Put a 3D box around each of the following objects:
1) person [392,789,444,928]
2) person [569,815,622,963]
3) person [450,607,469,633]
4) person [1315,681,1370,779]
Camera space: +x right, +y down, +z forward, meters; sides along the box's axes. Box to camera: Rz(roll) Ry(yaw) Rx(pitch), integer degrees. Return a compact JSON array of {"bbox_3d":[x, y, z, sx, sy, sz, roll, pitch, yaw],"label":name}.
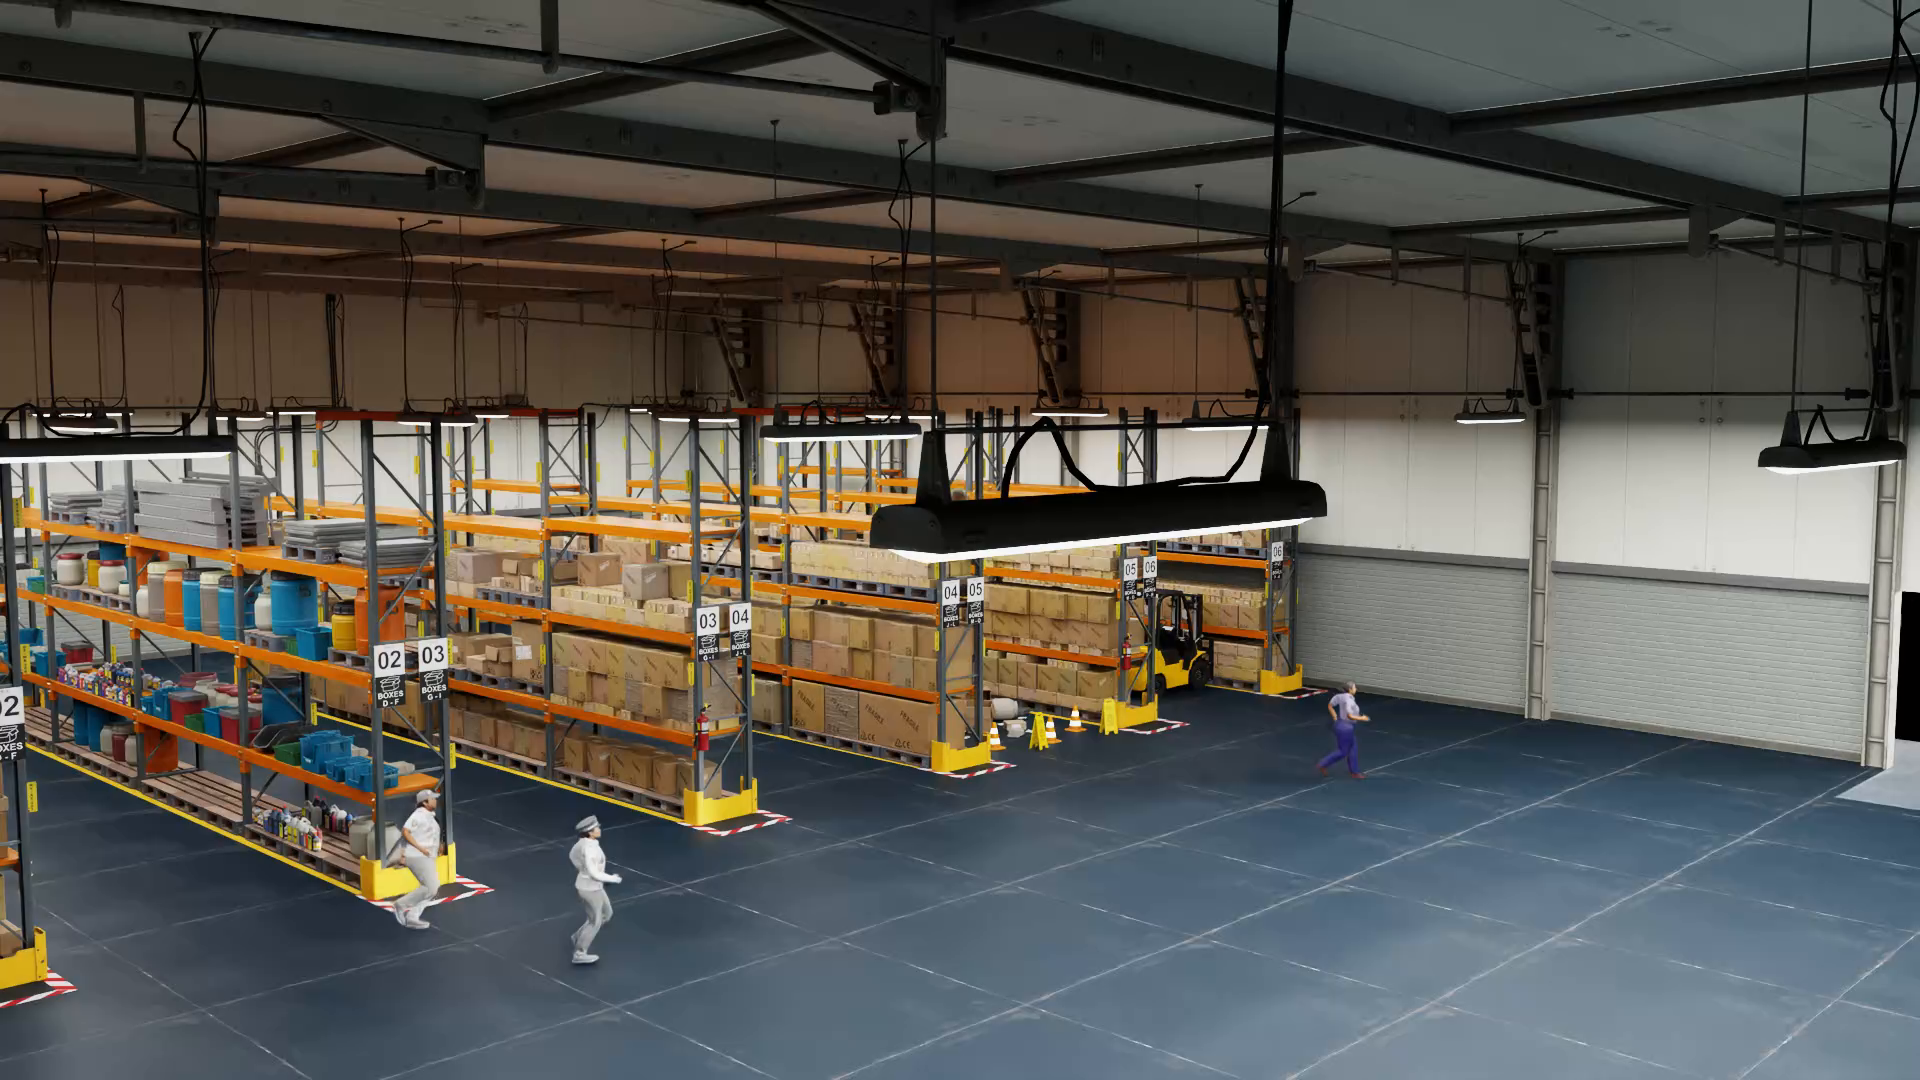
[{"bbox_3d":[-6.448,3.788,19.851,0.552,1.584,0.686,0,5,-5],"label":"person"},{"bbox_3d":[-4.051,3.858,18.484,0.550,1.641,0.658,-2,5,-19],"label":"person"},{"bbox_3d":[-12.035,1.901,40.229,0.644,1.832,0.727,4,6,35],"label":"person"},{"bbox_3d":[6.228,3.115,27.124,0.919,1.645,0.586,-1,5,-6],"label":"person"}]
